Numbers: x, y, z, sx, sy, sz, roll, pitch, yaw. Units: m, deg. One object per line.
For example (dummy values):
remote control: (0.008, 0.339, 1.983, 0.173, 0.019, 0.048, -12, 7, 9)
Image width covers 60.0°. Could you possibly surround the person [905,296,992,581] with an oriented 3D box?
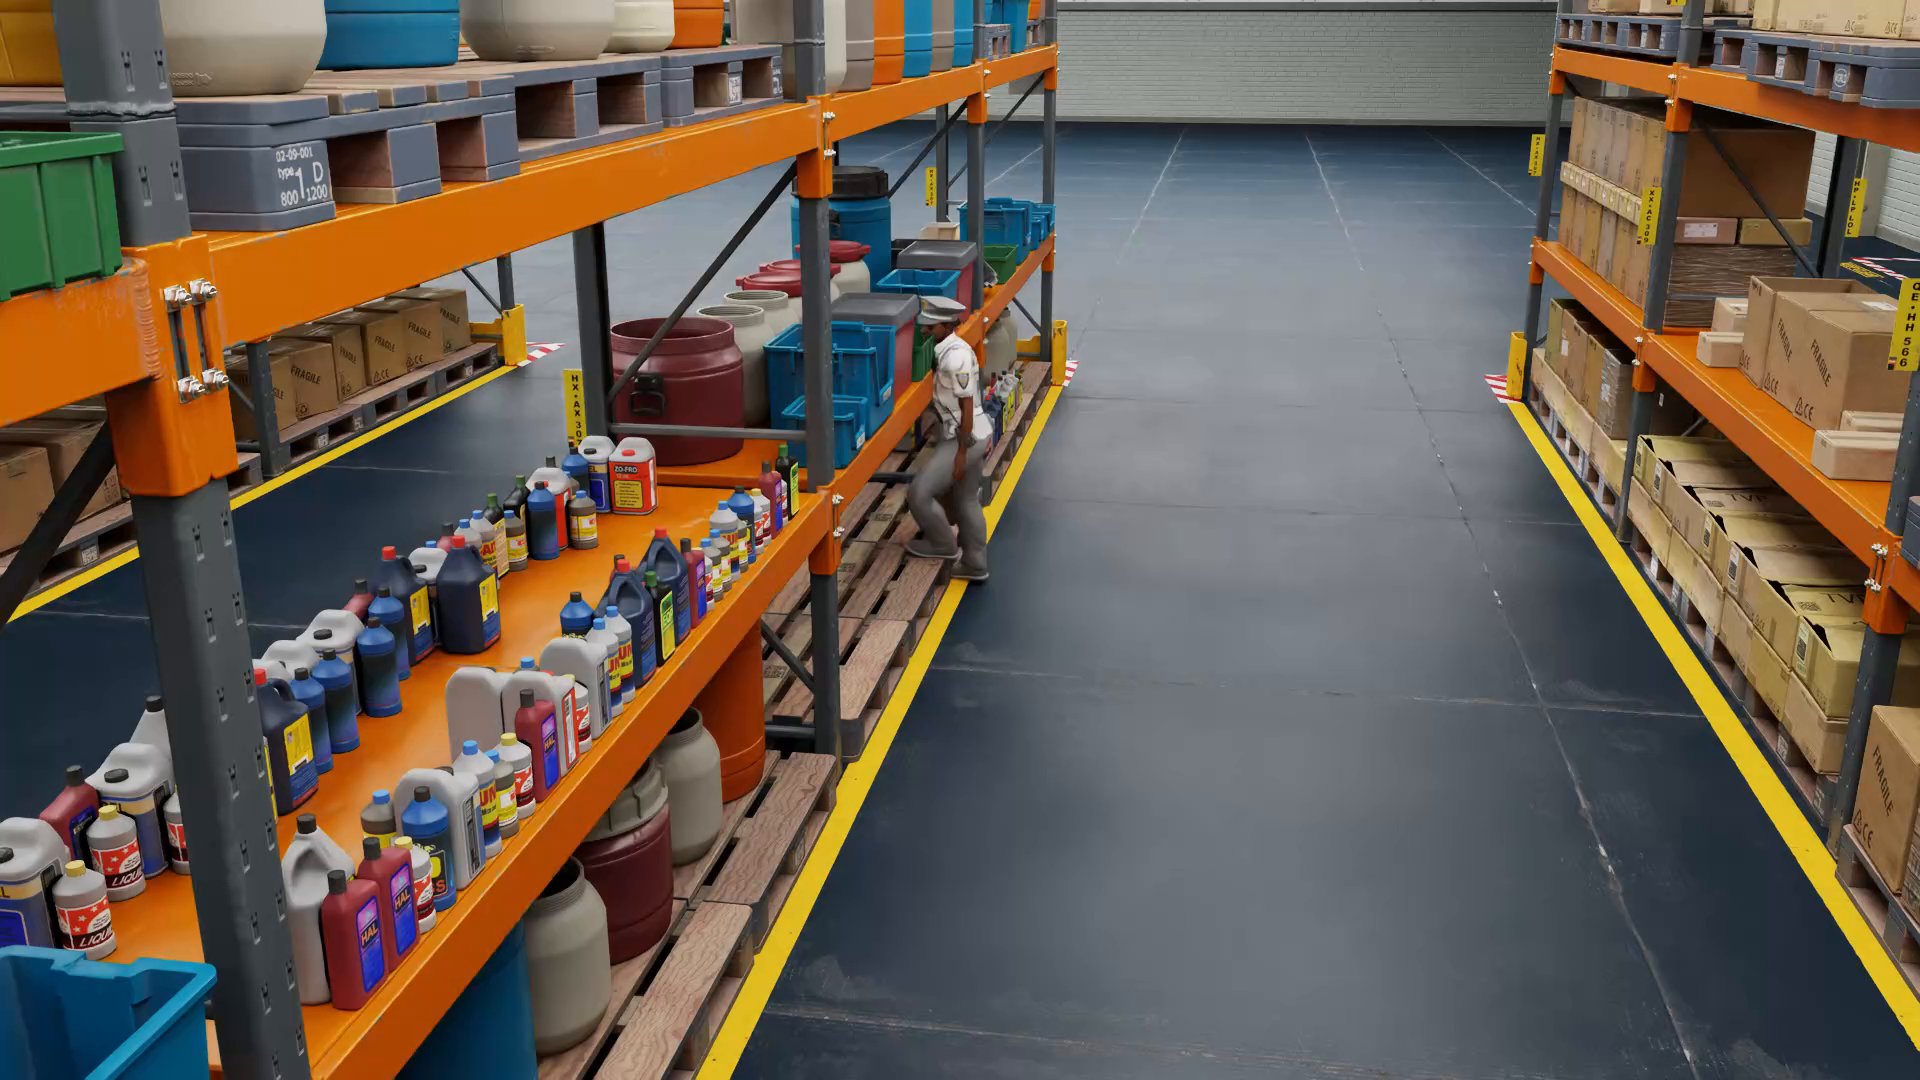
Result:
person: (-0.079, -0.518, 9.107, 0.532, 1.660, 0.539, -4, 19, -13)
